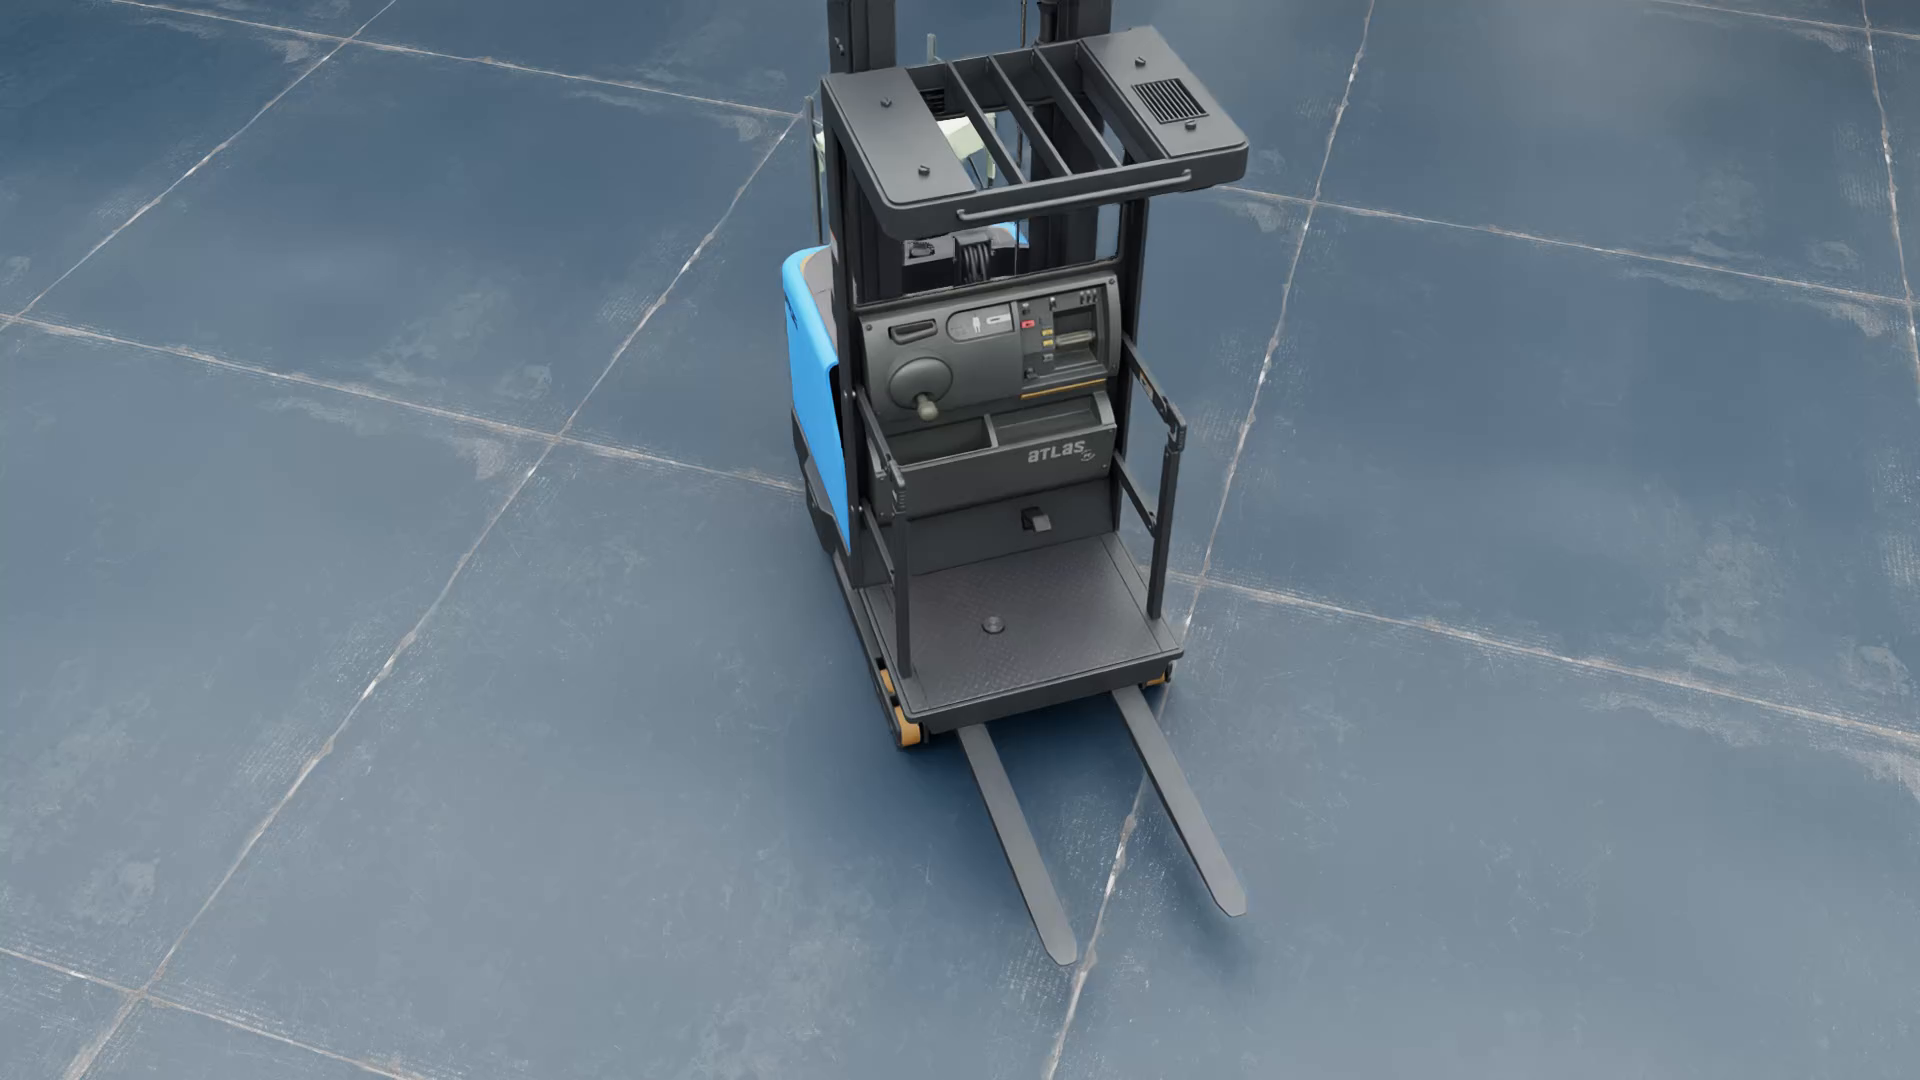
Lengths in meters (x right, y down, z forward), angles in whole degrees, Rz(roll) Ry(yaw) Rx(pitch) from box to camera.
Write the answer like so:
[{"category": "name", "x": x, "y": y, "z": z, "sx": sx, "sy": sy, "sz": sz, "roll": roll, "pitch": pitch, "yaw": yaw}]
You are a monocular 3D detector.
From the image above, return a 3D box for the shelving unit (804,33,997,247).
[{"category": "shelving unit", "x": -0.241, "y": -1.391, "z": 7.499, "sx": 0.431, "sy": 1.500, "sz": 0.755, "roll": 33, "pitch": 53, "yaw": 29}]

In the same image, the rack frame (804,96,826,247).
[{"category": "rack frame", "x": -0.491, "y": -1.204, "z": 7.307, "sx": 0.400, "sy": 1.500, "sz": 0.023, "roll": 33, "pitch": 53, "yaw": 29}]

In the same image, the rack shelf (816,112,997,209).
[{"category": "rack shelf", "x": -0.241, "y": -1.670, "z": 7.226, "sx": 0.431, "sy": 0.370, "sz": 0.720, "roll": 33, "pitch": 53, "yaw": 29}]

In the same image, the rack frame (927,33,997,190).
[{"category": "rack frame", "x": 0.009, "y": -1.579, "z": 7.690, "sx": 0.400, "sy": 1.500, "sz": 0.023, "roll": 33, "pitch": 53, "yaw": 29}]

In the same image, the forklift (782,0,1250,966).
[{"category": "forklift", "x": 0.185, "y": -0.581, "z": 5.647, "sx": 1.130, "sy": 2.935, "sz": 3.031, "roll": -13, "pitch": 46, "yaw": -12}]
